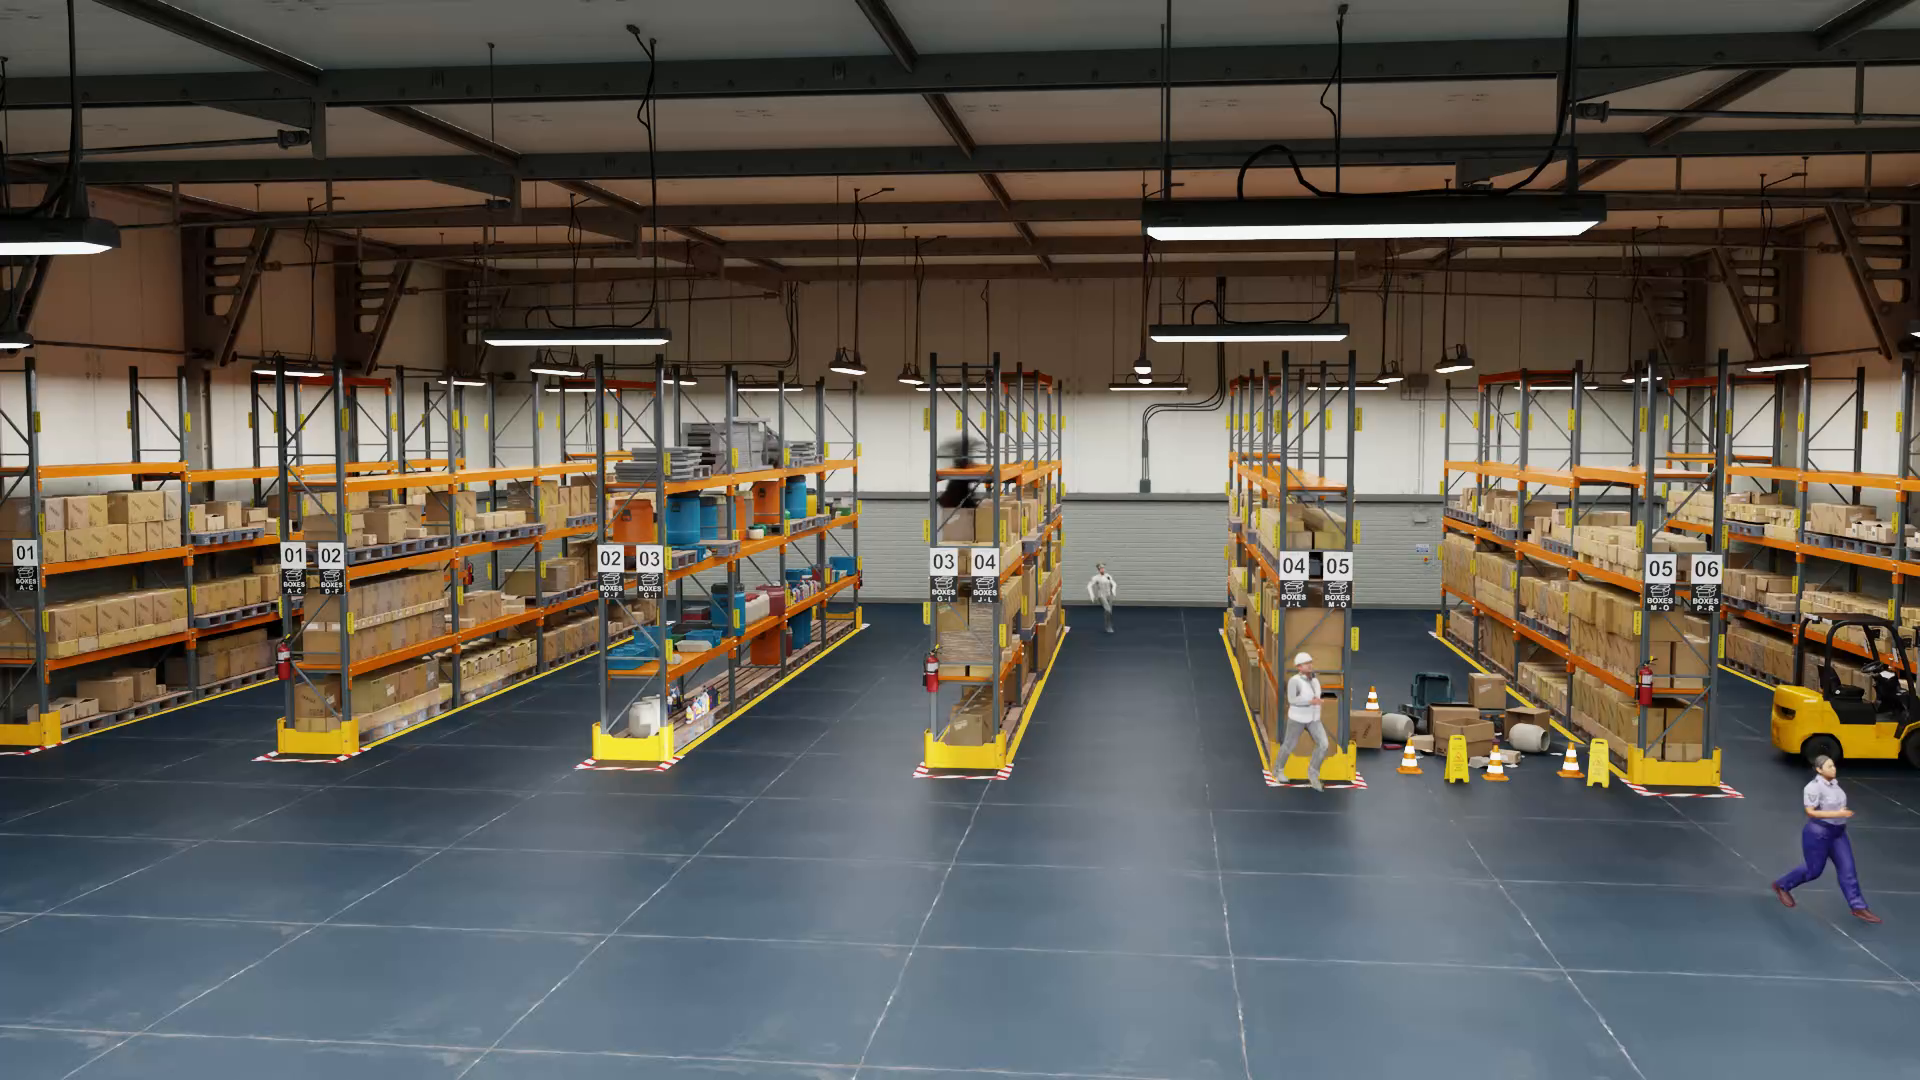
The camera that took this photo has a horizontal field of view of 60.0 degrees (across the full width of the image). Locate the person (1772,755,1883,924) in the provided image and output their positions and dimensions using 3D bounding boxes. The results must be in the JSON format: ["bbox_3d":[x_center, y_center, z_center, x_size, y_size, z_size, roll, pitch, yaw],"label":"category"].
[{"bbox_3d":[8.759,2.971,16.759,0.613,1.602,1.037,-2,5,-30],"label":"person"}]

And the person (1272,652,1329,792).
[{"bbox_3d":[4.502,2.363,21.754,0.662,1.808,0.873,-2,5,-29],"label":"person"}]

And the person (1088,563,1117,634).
[{"bbox_3d":[3.441,1.381,39.607,0.658,1.692,0.608,-2,4,-25],"label":"person"}]
